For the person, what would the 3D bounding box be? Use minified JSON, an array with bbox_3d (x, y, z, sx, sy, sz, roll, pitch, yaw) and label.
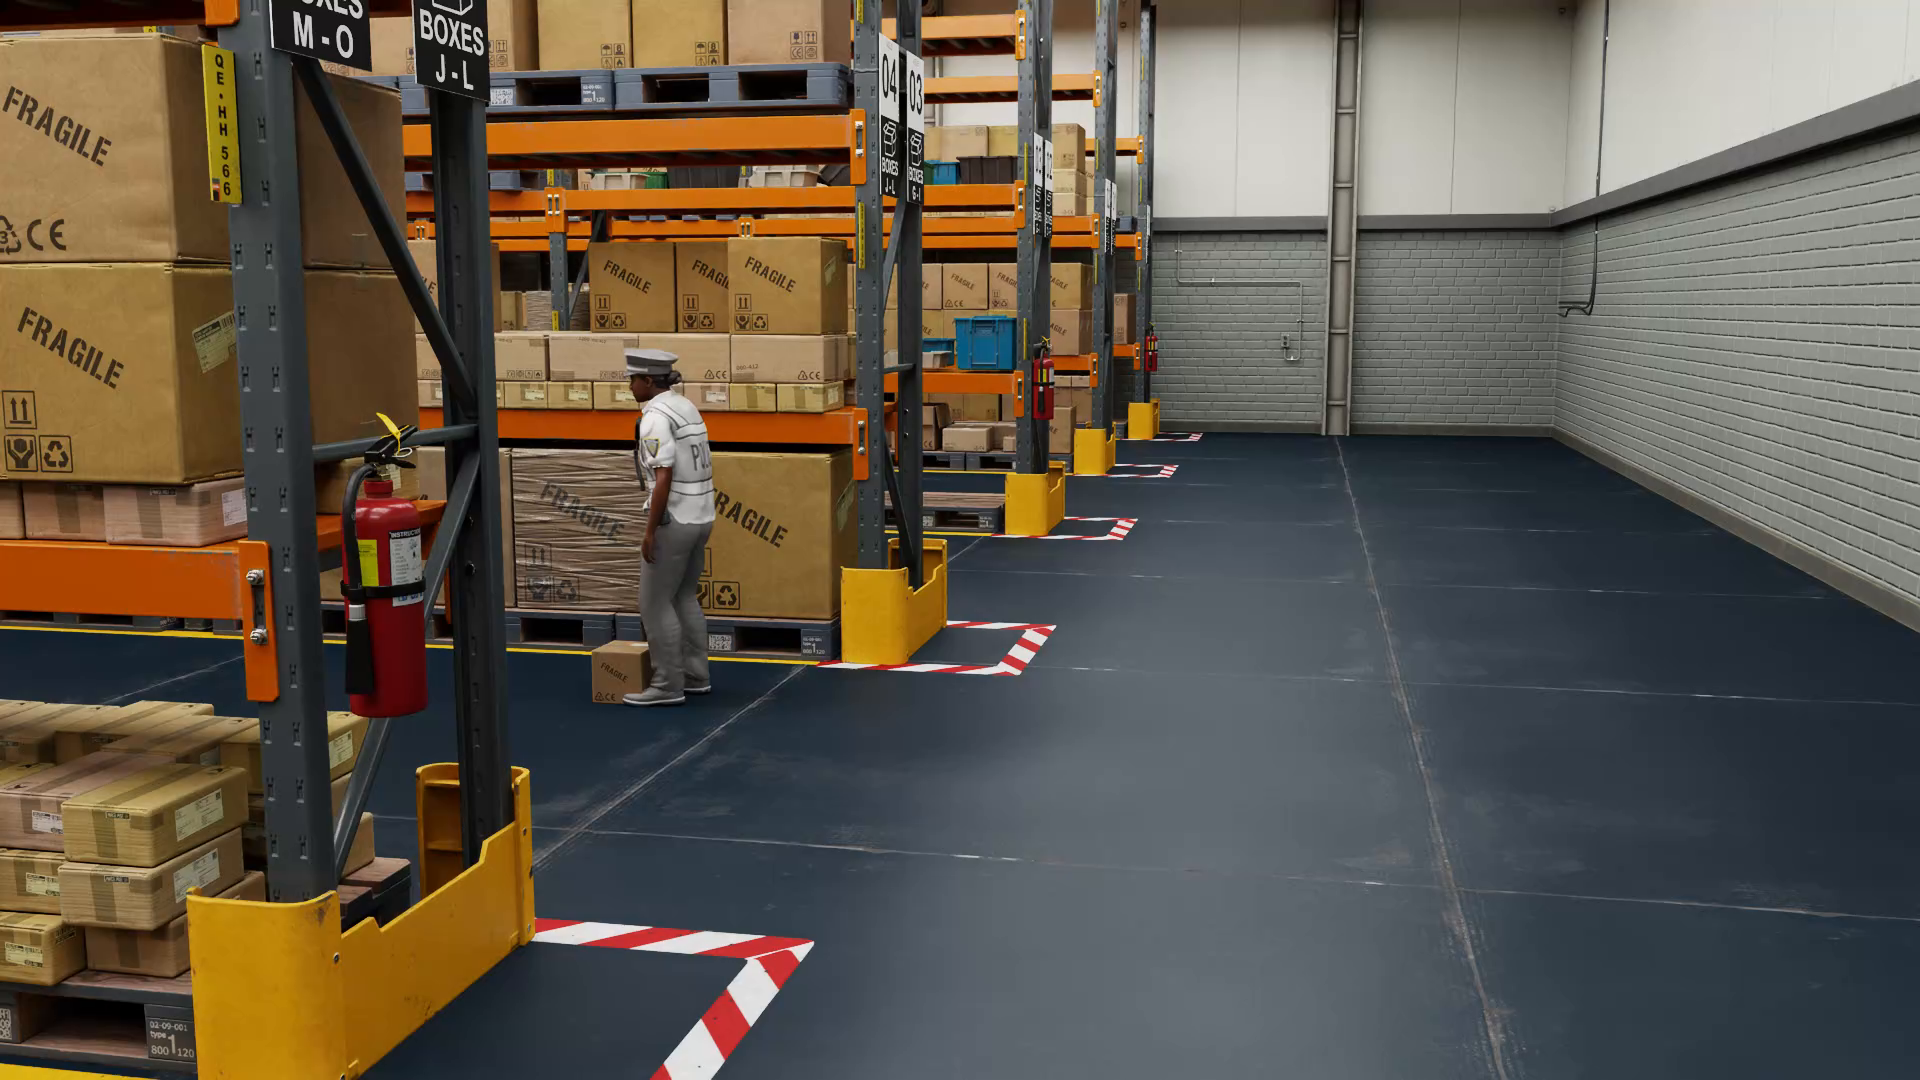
[{"bbox_3d":[-1.360,-0.063,7.767,0.417,1.658,0.519,1,8,10],"label":"person"}]
